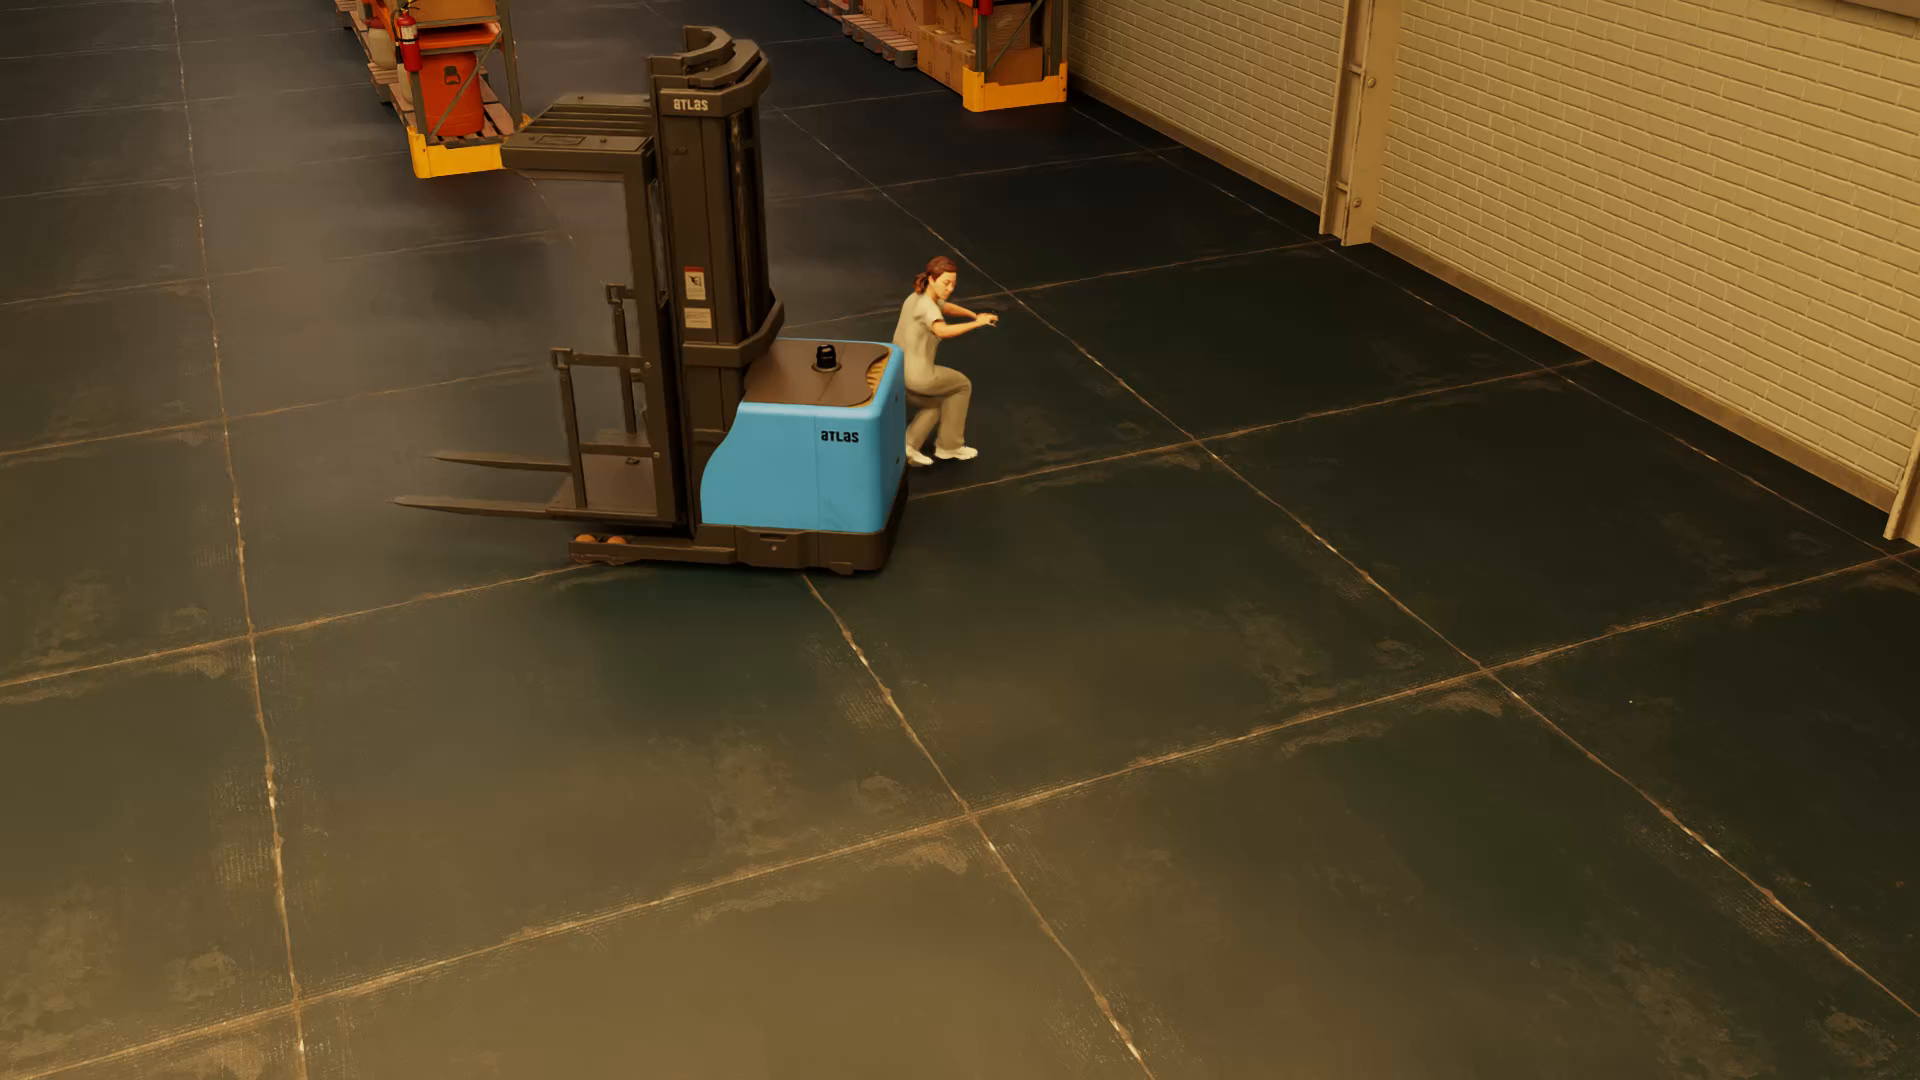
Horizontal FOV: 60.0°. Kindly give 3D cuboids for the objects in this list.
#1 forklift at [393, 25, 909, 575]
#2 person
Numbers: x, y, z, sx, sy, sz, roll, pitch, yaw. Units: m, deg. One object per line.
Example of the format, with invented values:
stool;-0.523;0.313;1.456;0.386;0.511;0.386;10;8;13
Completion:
forklift;-1.876;-1.378;9.530;3.031;2.935;1.130;4;30;6
person;-0.023;-1.130;10.663;1.016;1.406;0.698;-23;37;-35
